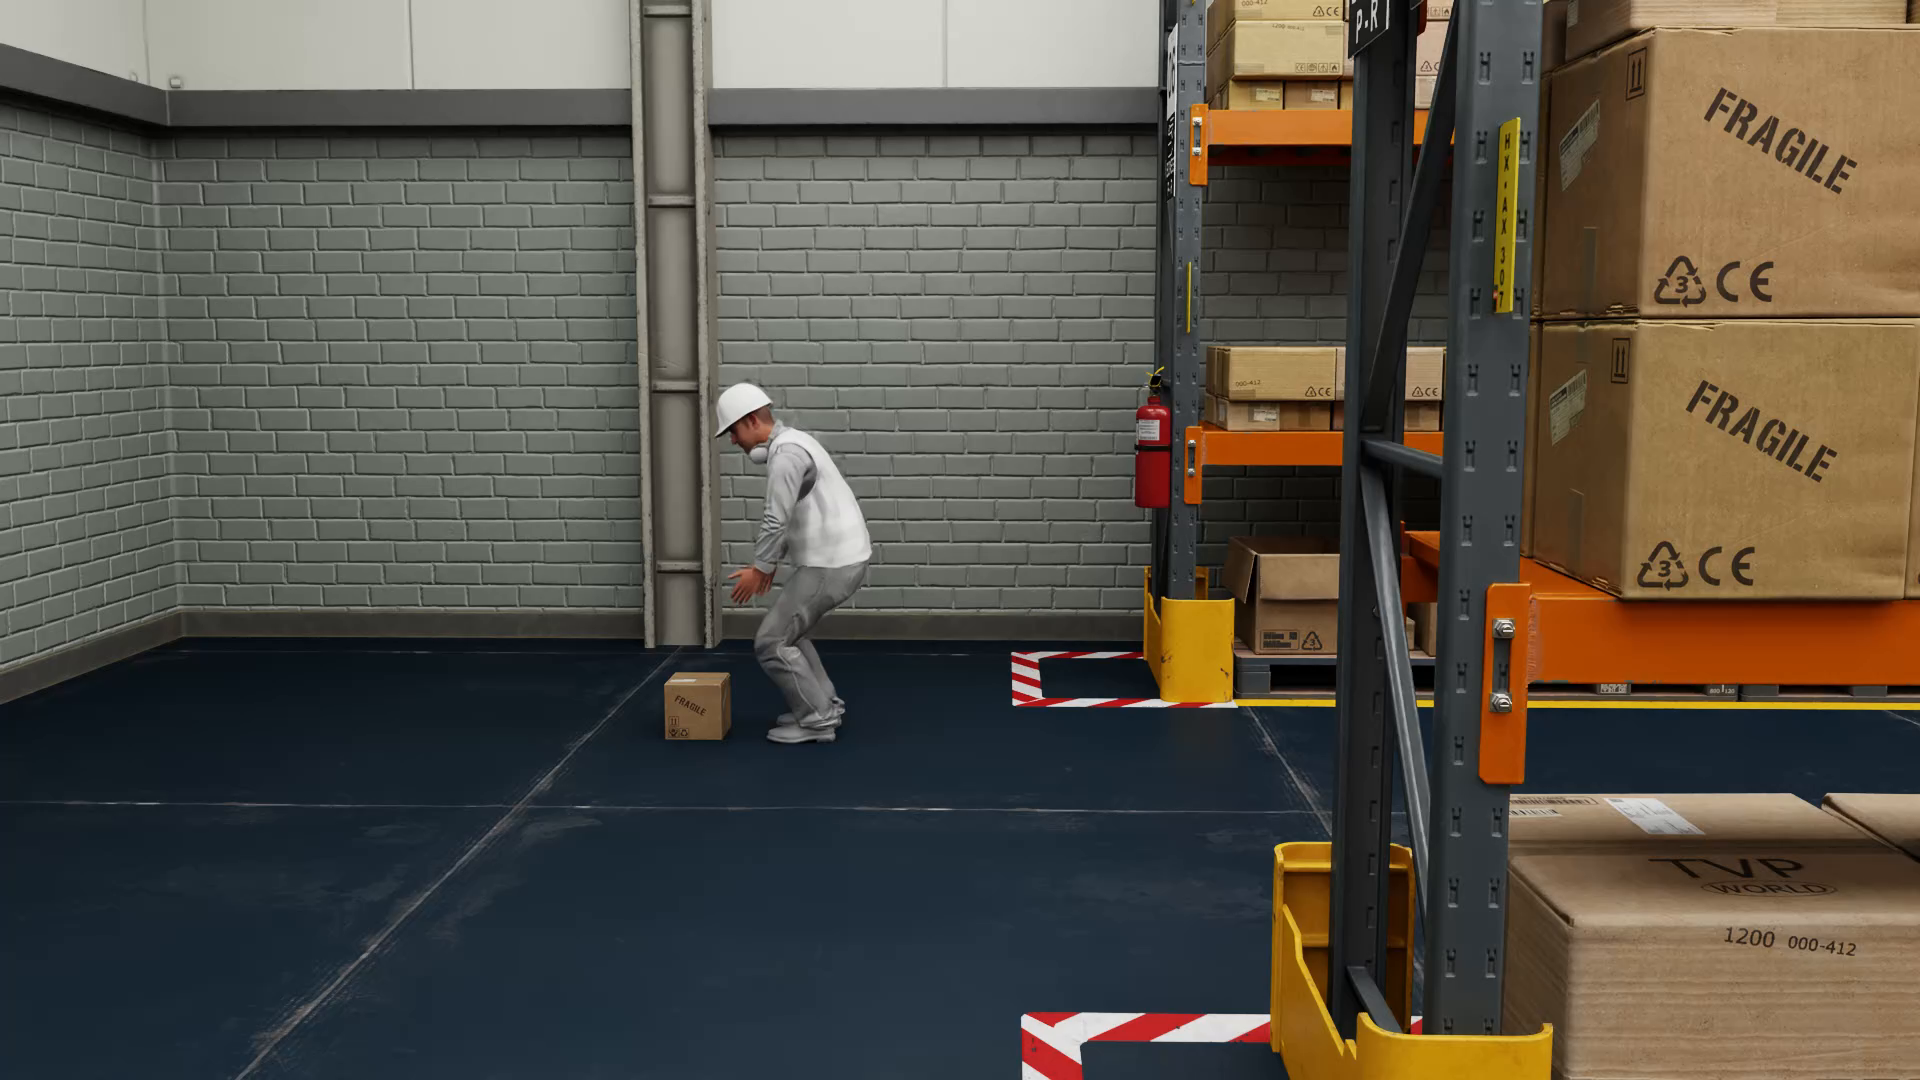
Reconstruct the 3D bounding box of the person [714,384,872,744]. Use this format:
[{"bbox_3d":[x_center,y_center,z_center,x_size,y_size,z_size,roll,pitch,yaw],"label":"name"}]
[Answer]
[{"bbox_3d":[-0.730,0.099,7.270,0.663,1.559,0.588,0,7,2],"label":"person"}]
